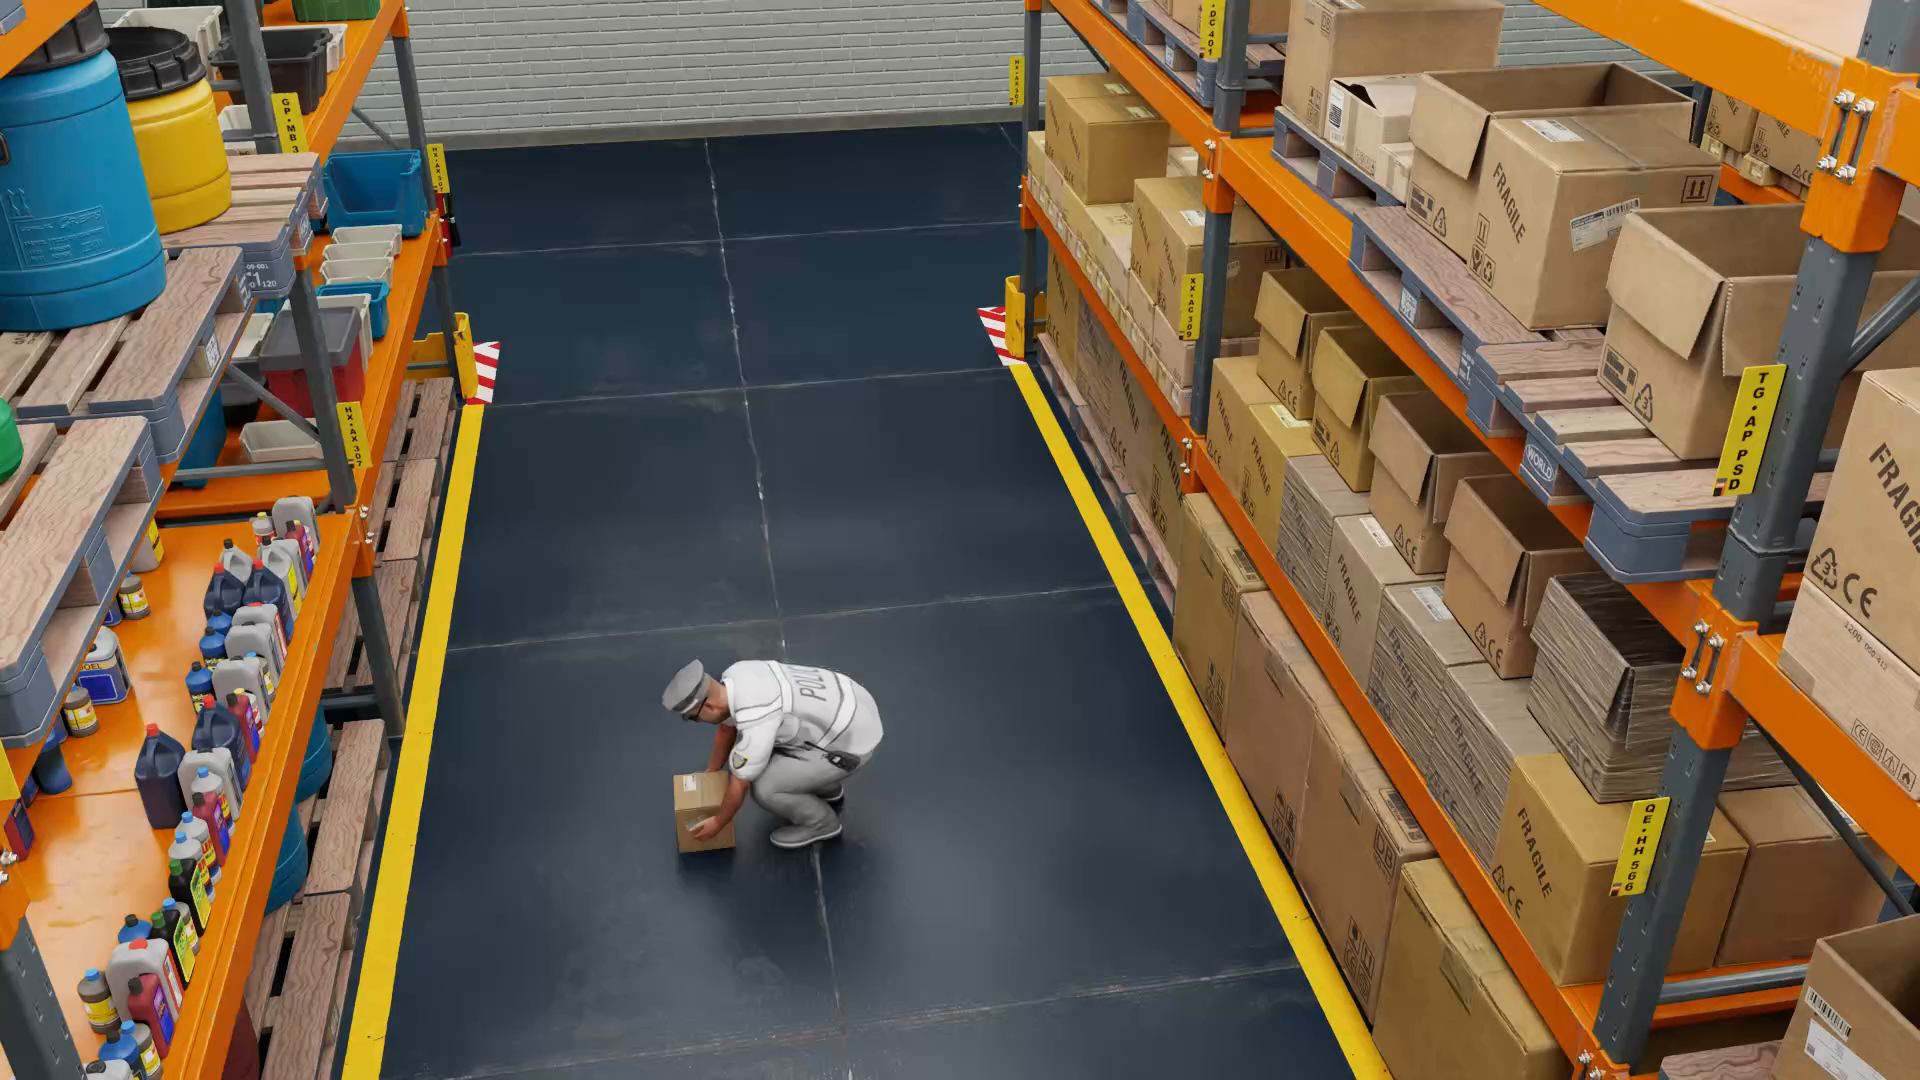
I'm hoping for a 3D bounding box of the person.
[{"bbox_3d":[-0.819,0.903,7.387,0.951,0.958,0.565,-5,31,-9],"label":"person"}]
